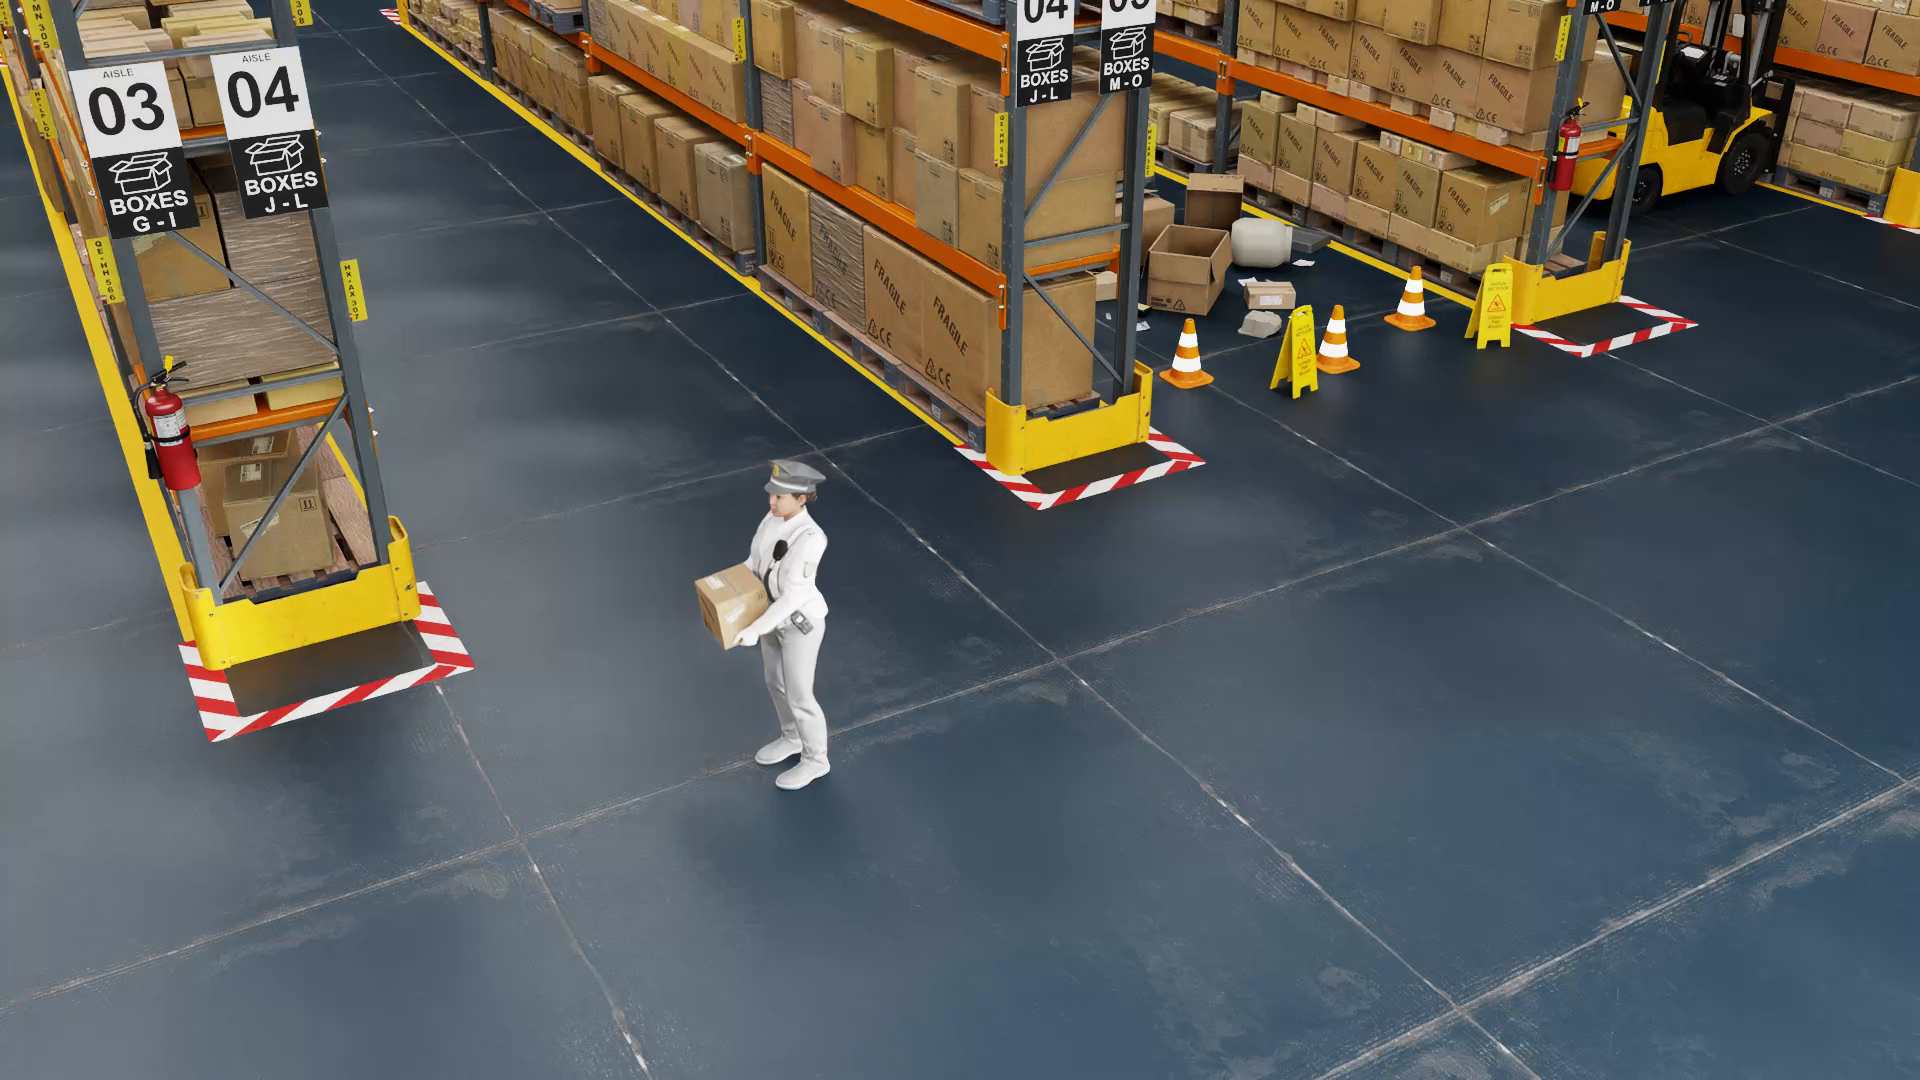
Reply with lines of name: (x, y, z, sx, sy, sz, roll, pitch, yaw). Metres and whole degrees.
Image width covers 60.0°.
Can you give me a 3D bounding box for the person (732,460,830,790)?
person: (-0.871, 0.398, 7.821, 0.536, 1.689, 0.460, -16, 33, -26)
